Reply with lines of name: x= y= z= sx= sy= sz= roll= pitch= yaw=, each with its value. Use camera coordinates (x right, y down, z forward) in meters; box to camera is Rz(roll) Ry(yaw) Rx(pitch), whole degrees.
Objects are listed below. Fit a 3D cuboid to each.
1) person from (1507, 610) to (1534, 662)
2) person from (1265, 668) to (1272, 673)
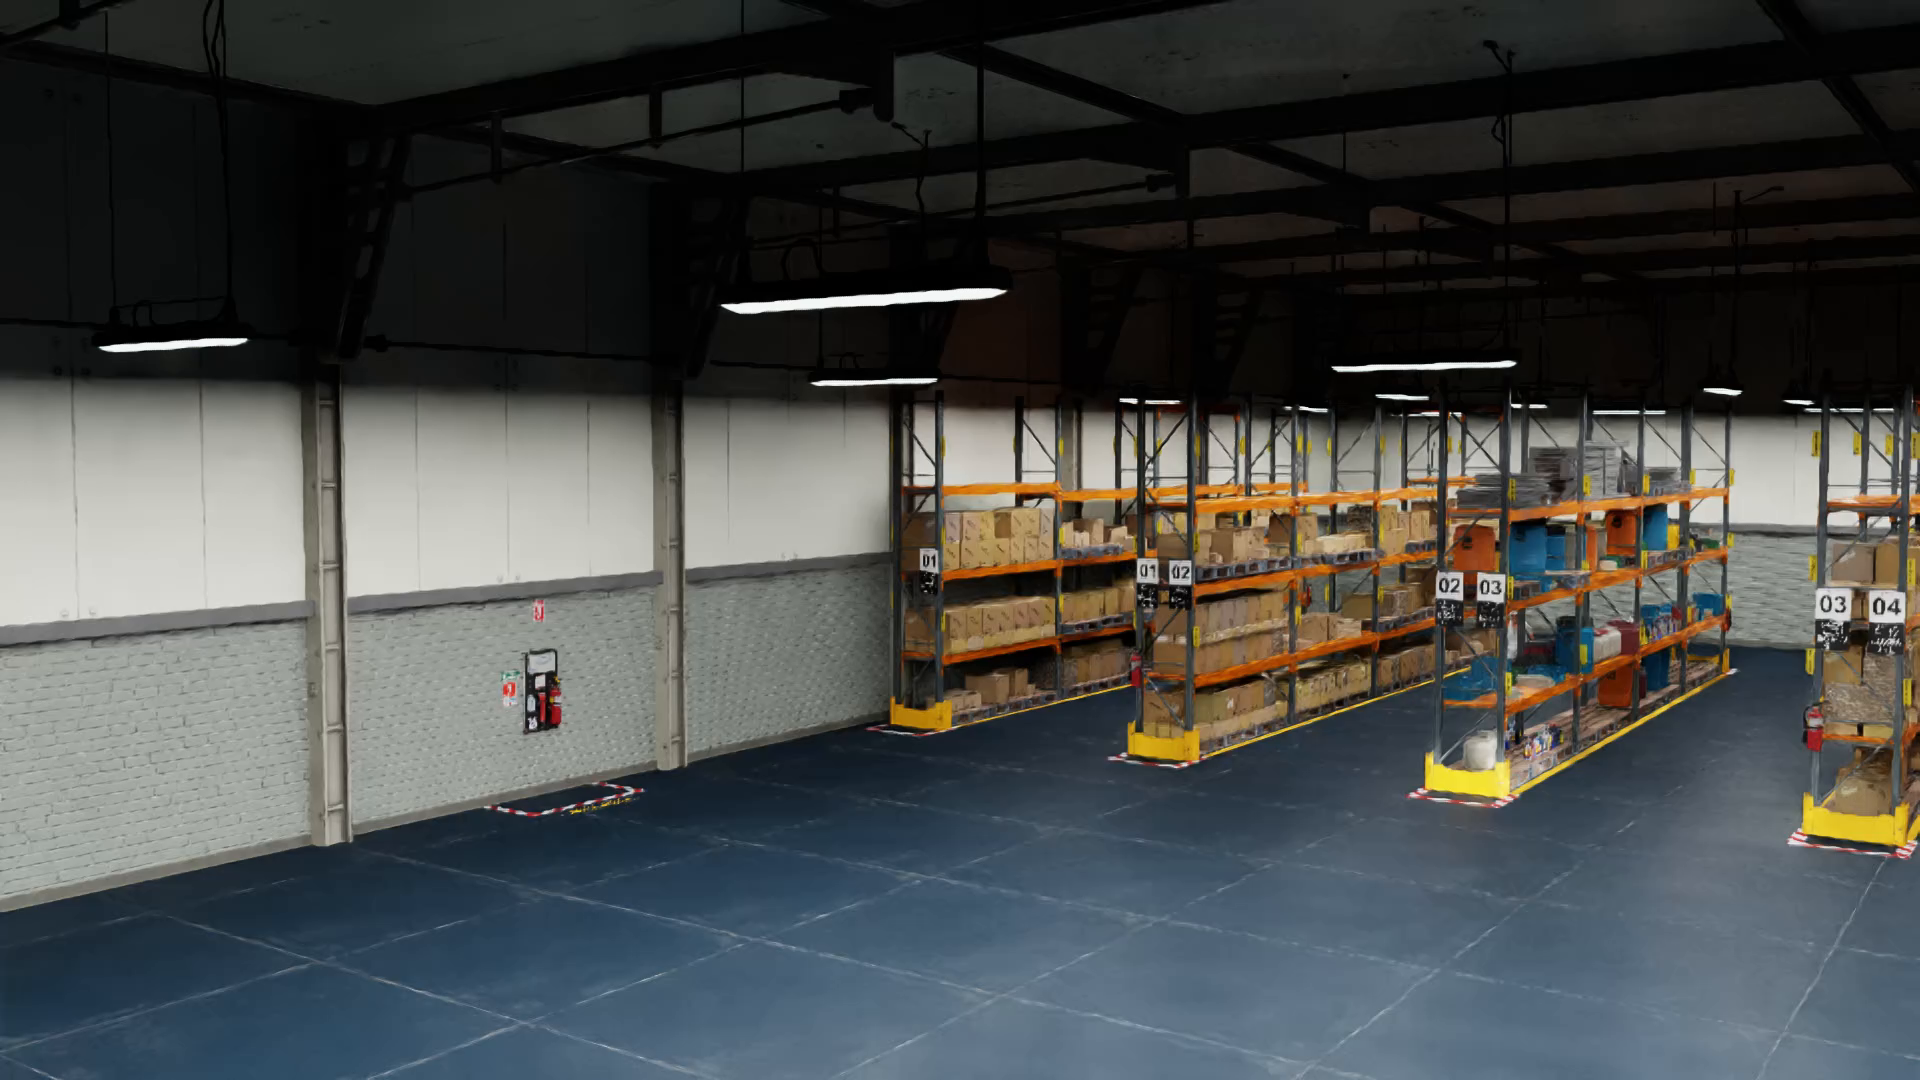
person: x=11.293 y=2.242 z=33.740 sx=0.677 sy=1.742 sz=0.552 roll=2 pitch=4 yaw=33
person: x=6.394 y=2.145 z=35.490 sx=0.555 sy=1.725 sz=1.029 roll=2 pitch=4 yaw=34
